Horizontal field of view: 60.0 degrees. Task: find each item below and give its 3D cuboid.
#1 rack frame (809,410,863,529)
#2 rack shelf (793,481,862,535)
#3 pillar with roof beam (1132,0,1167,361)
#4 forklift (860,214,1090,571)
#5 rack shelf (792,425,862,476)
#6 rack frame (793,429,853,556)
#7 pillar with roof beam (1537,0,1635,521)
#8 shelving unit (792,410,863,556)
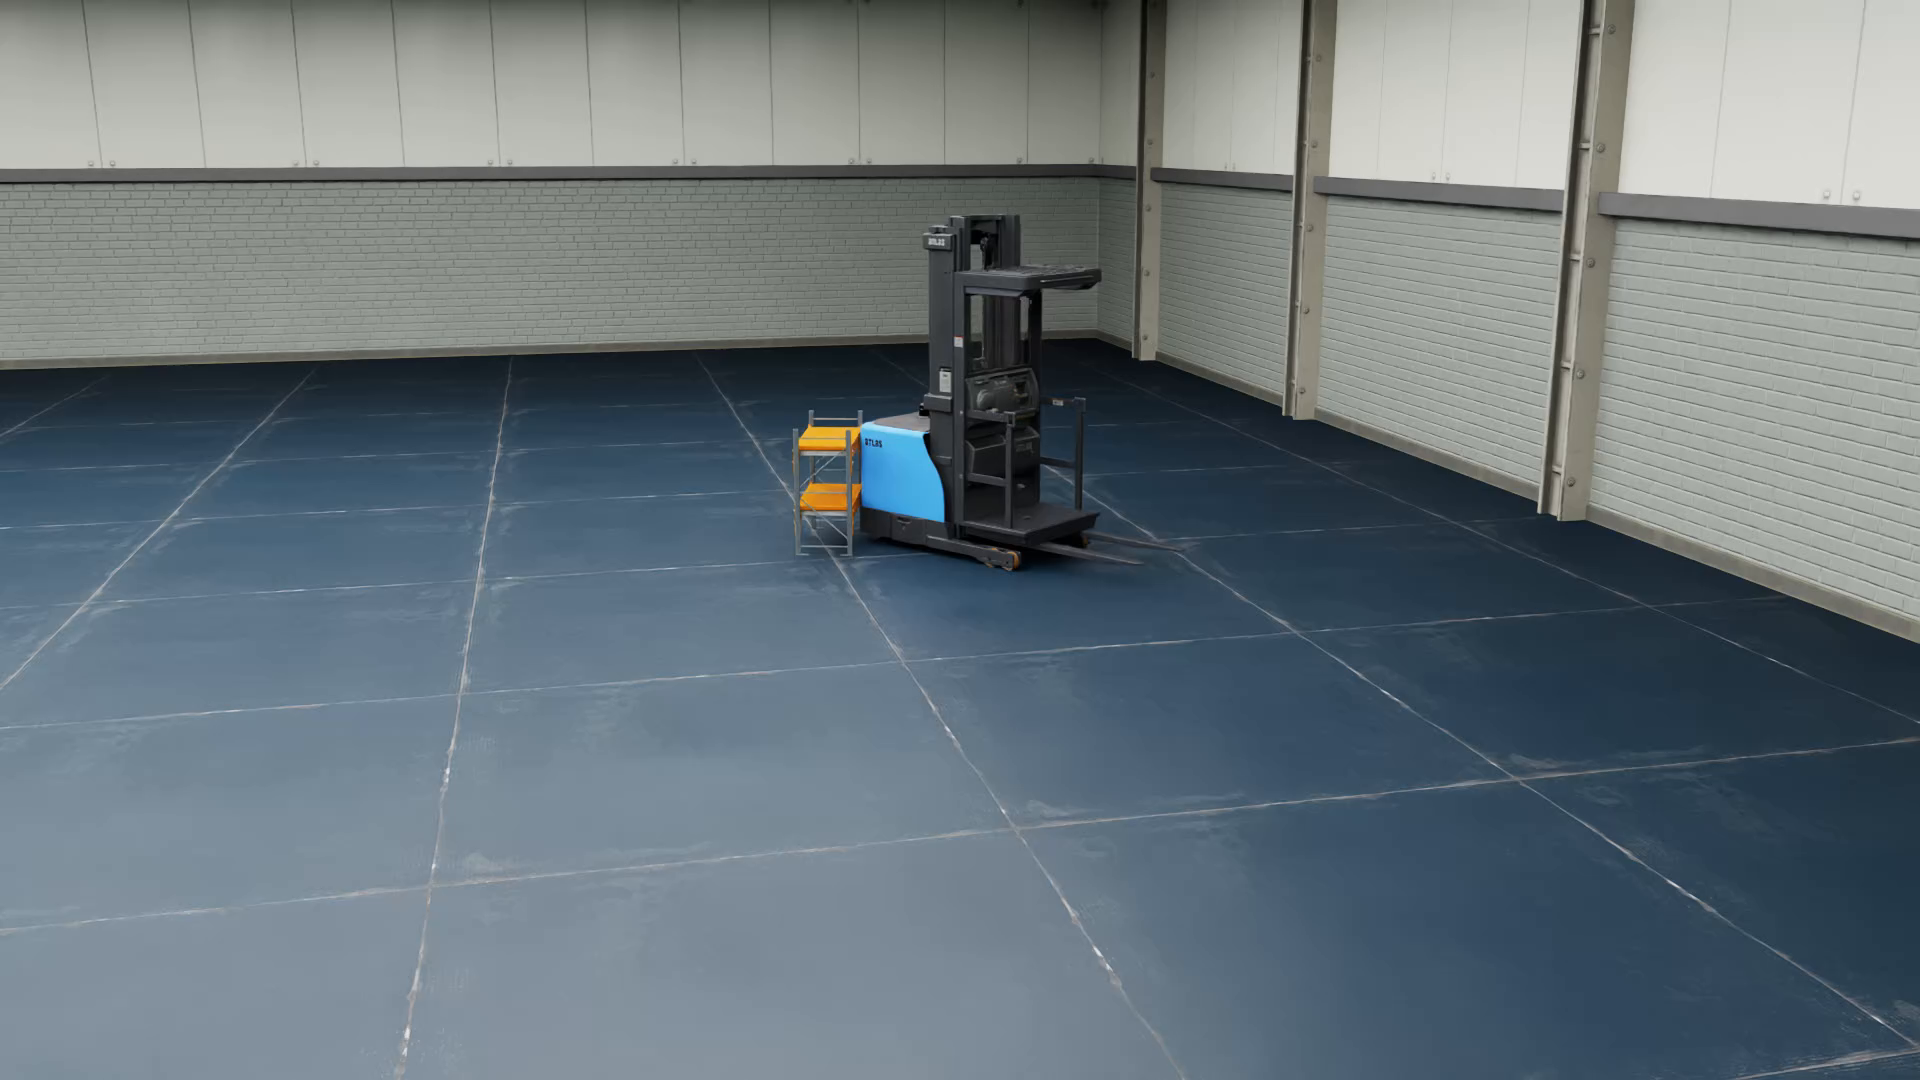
[{"bbox_3d":[-1.153,-0.653,15.554,0.500,1.125,0.032,1,14,3],"label":"rack frame"},{"bbox_3d":[-1.176,-0.295,15.119,0.538,0.278,1.000,1,14,3],"label":"rack shelf"},{"bbox_3d":[-1.130,-7.134,25.491,9.100,9.000,0.400,-3,14,-13],"label":"pillar with roof beam"},{"bbox_3d":[0.534,-1.301,14.399,3.031,2.935,1.130,11,18,39],"label":"forklift"},{"bbox_3d":[-1.176,-0.817,14.991,0.538,0.278,1.000,1,14,3],"label":"rack shelf"},{"bbox_3d":[-1.199,-0.412,14.567,0.500,1.125,0.032,1,14,3],"label":"rack frame"},{"bbox_3d":[1.688,-4.366,14.160,9.100,9.000,0.400,-3,14,-13],"label":"pillar with roof beam"},{"bbox_3d":[-1.176,-0.533,15.061,0.538,1.125,1.048,1,14,3],"label":"shelving unit"}]
